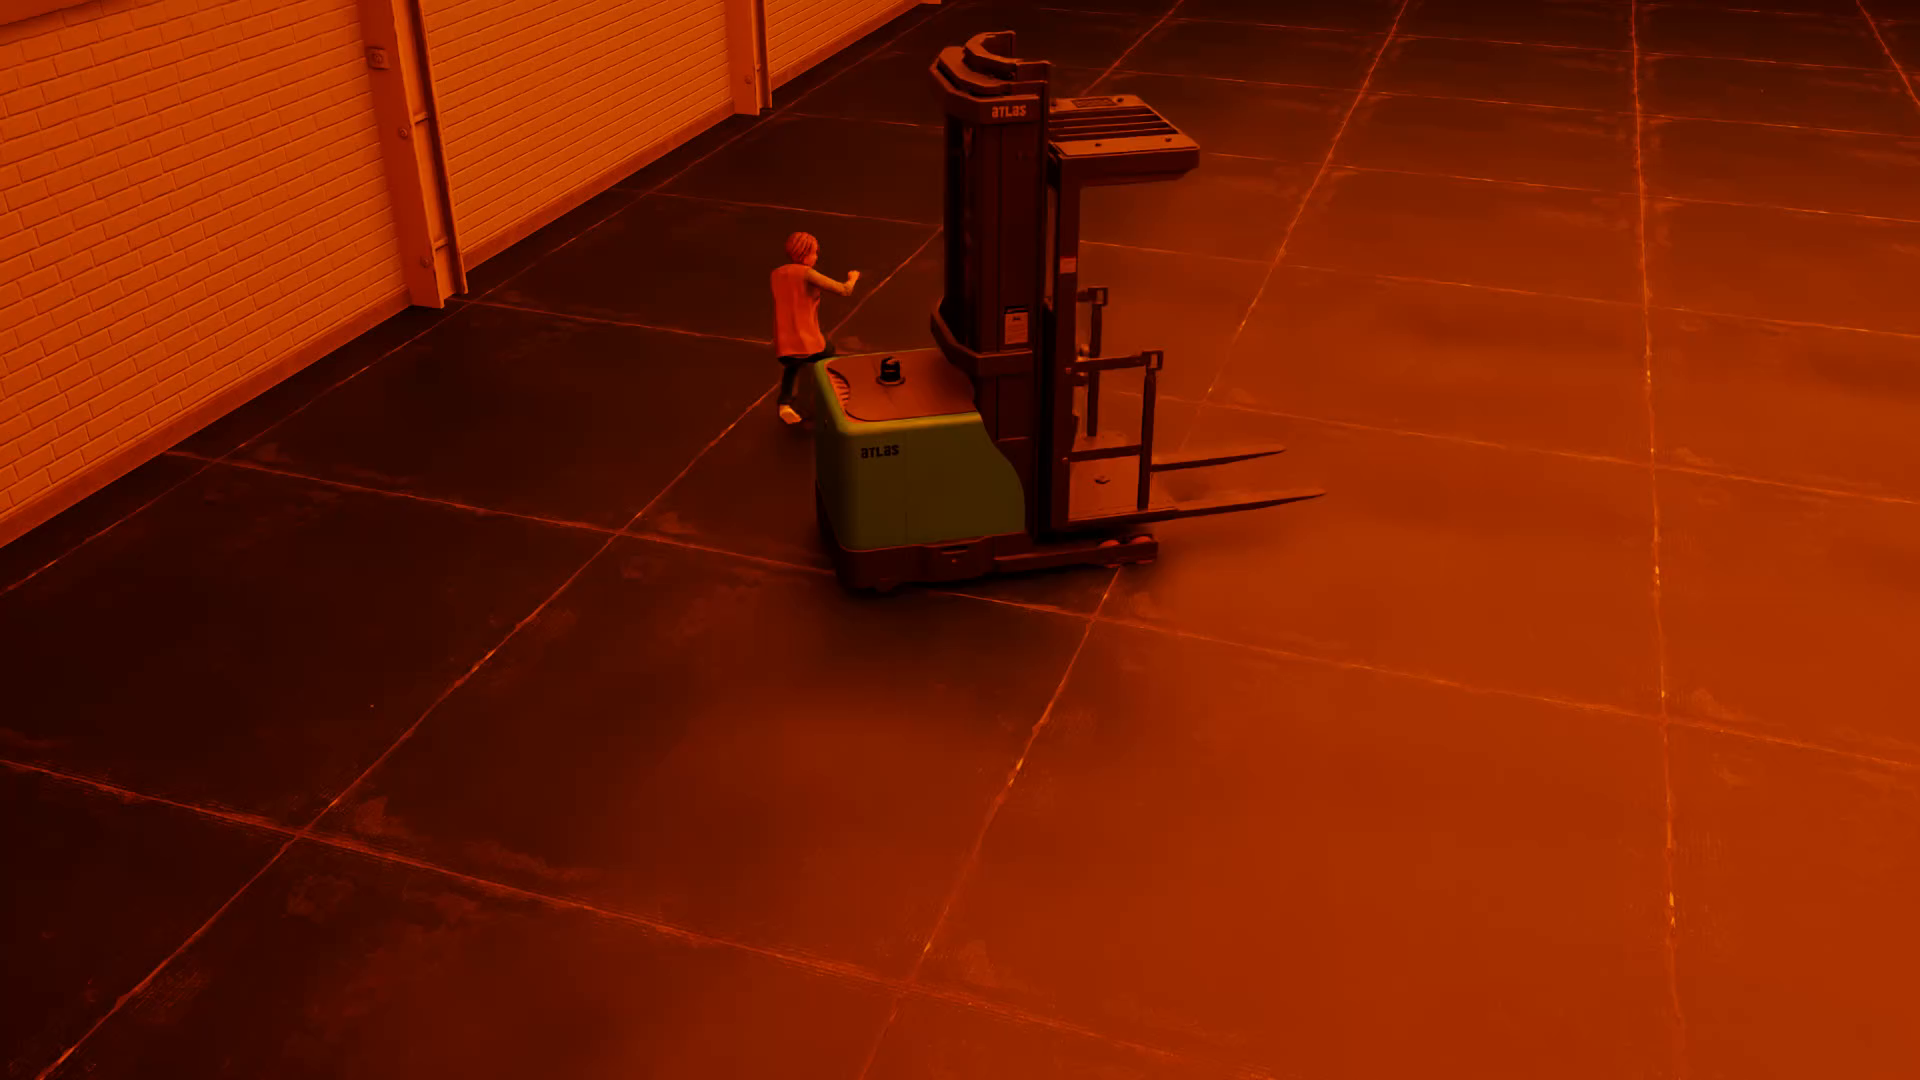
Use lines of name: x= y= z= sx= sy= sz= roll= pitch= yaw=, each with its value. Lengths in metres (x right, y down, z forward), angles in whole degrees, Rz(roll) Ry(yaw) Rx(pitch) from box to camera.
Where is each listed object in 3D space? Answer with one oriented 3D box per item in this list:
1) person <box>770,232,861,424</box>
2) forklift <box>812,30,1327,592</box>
person: x=-0.975 y=-1.455 z=11.314 sx=0.643 sy=1.325 sz=0.881 roll=8 pitch=31 yaw=15
forklift: x=0.692 y=-1.353 z=9.509 sx=3.031 sy=2.935 sz=1.130 roll=-7 pitch=30 yaw=-12
